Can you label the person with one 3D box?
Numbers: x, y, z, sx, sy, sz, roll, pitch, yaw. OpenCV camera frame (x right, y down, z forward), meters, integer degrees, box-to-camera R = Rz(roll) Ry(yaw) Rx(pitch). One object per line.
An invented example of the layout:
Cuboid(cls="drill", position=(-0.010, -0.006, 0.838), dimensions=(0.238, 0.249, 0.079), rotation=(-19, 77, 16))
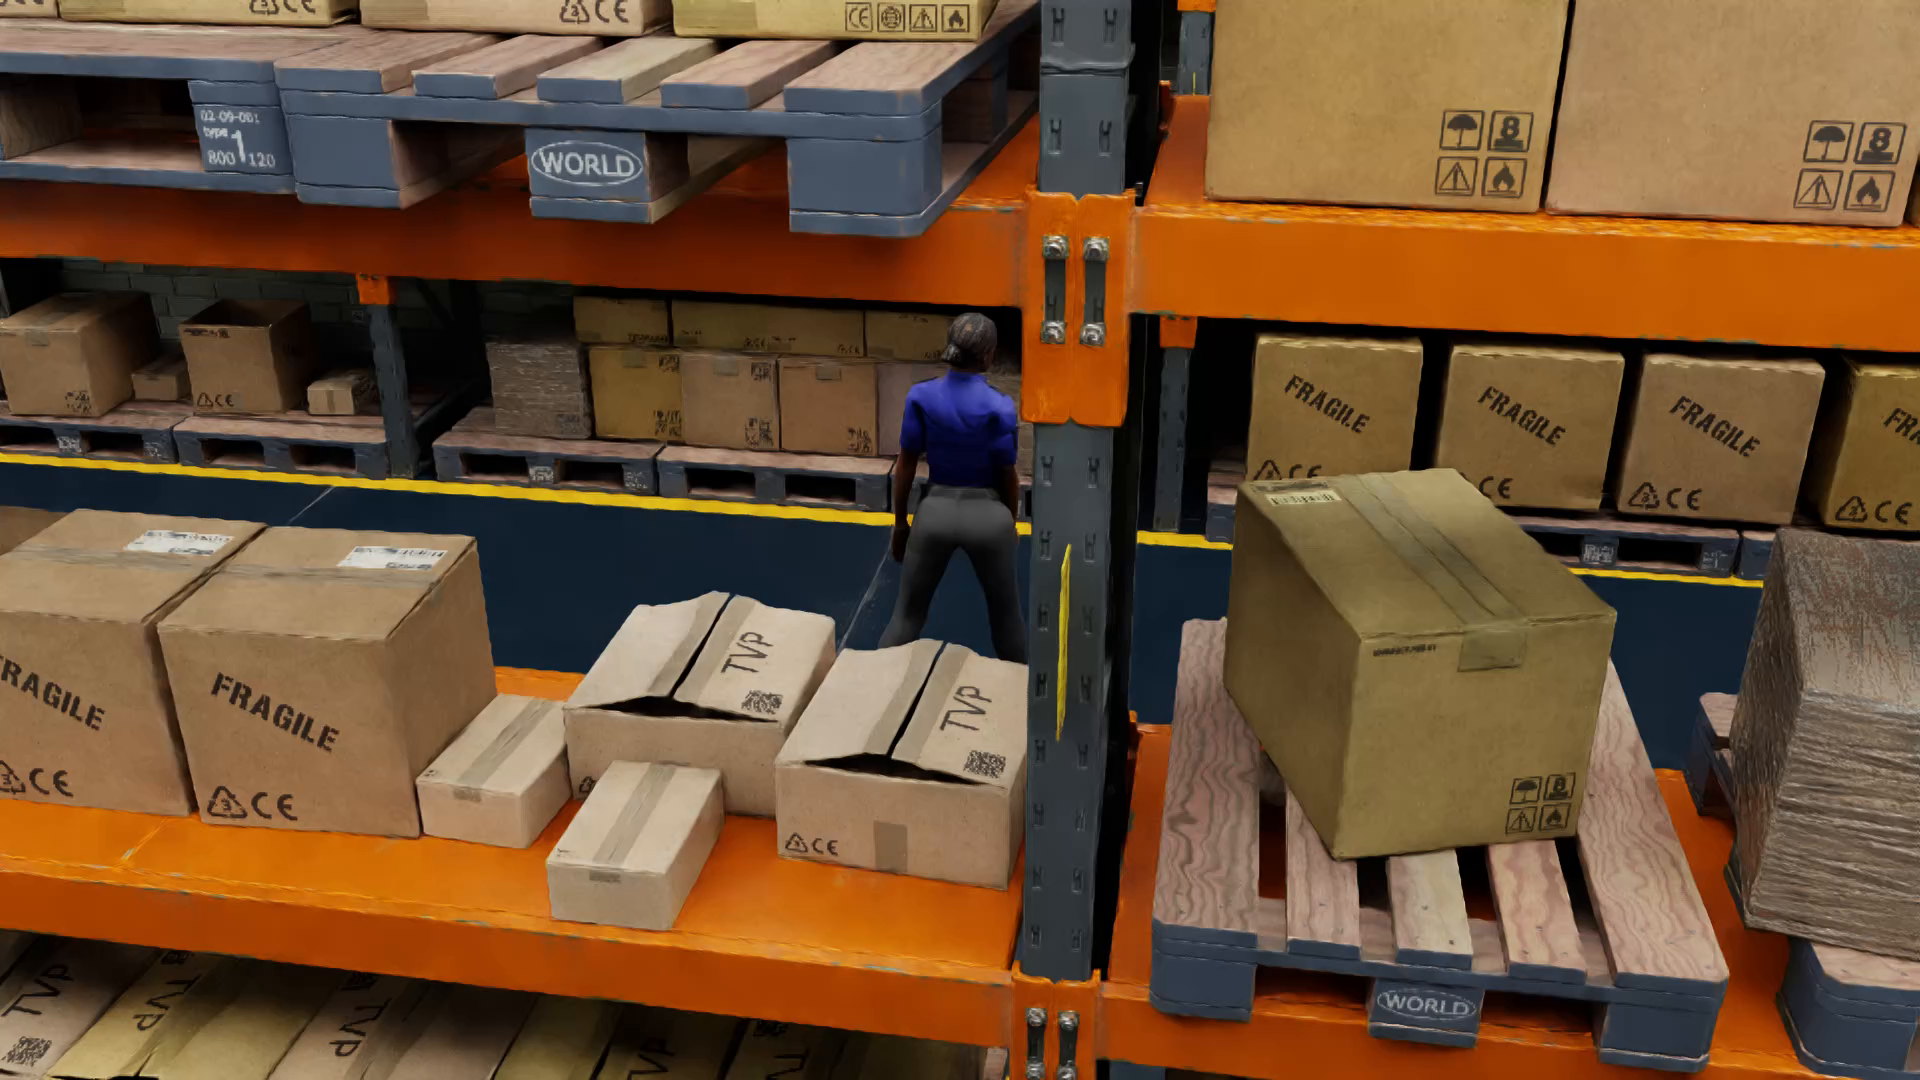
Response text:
Cuboid(cls="person", position=(-0.036, -0.055, 6.252), dimensions=(0.595, 1.659, 0.551), rotation=(6, 26, 12))
